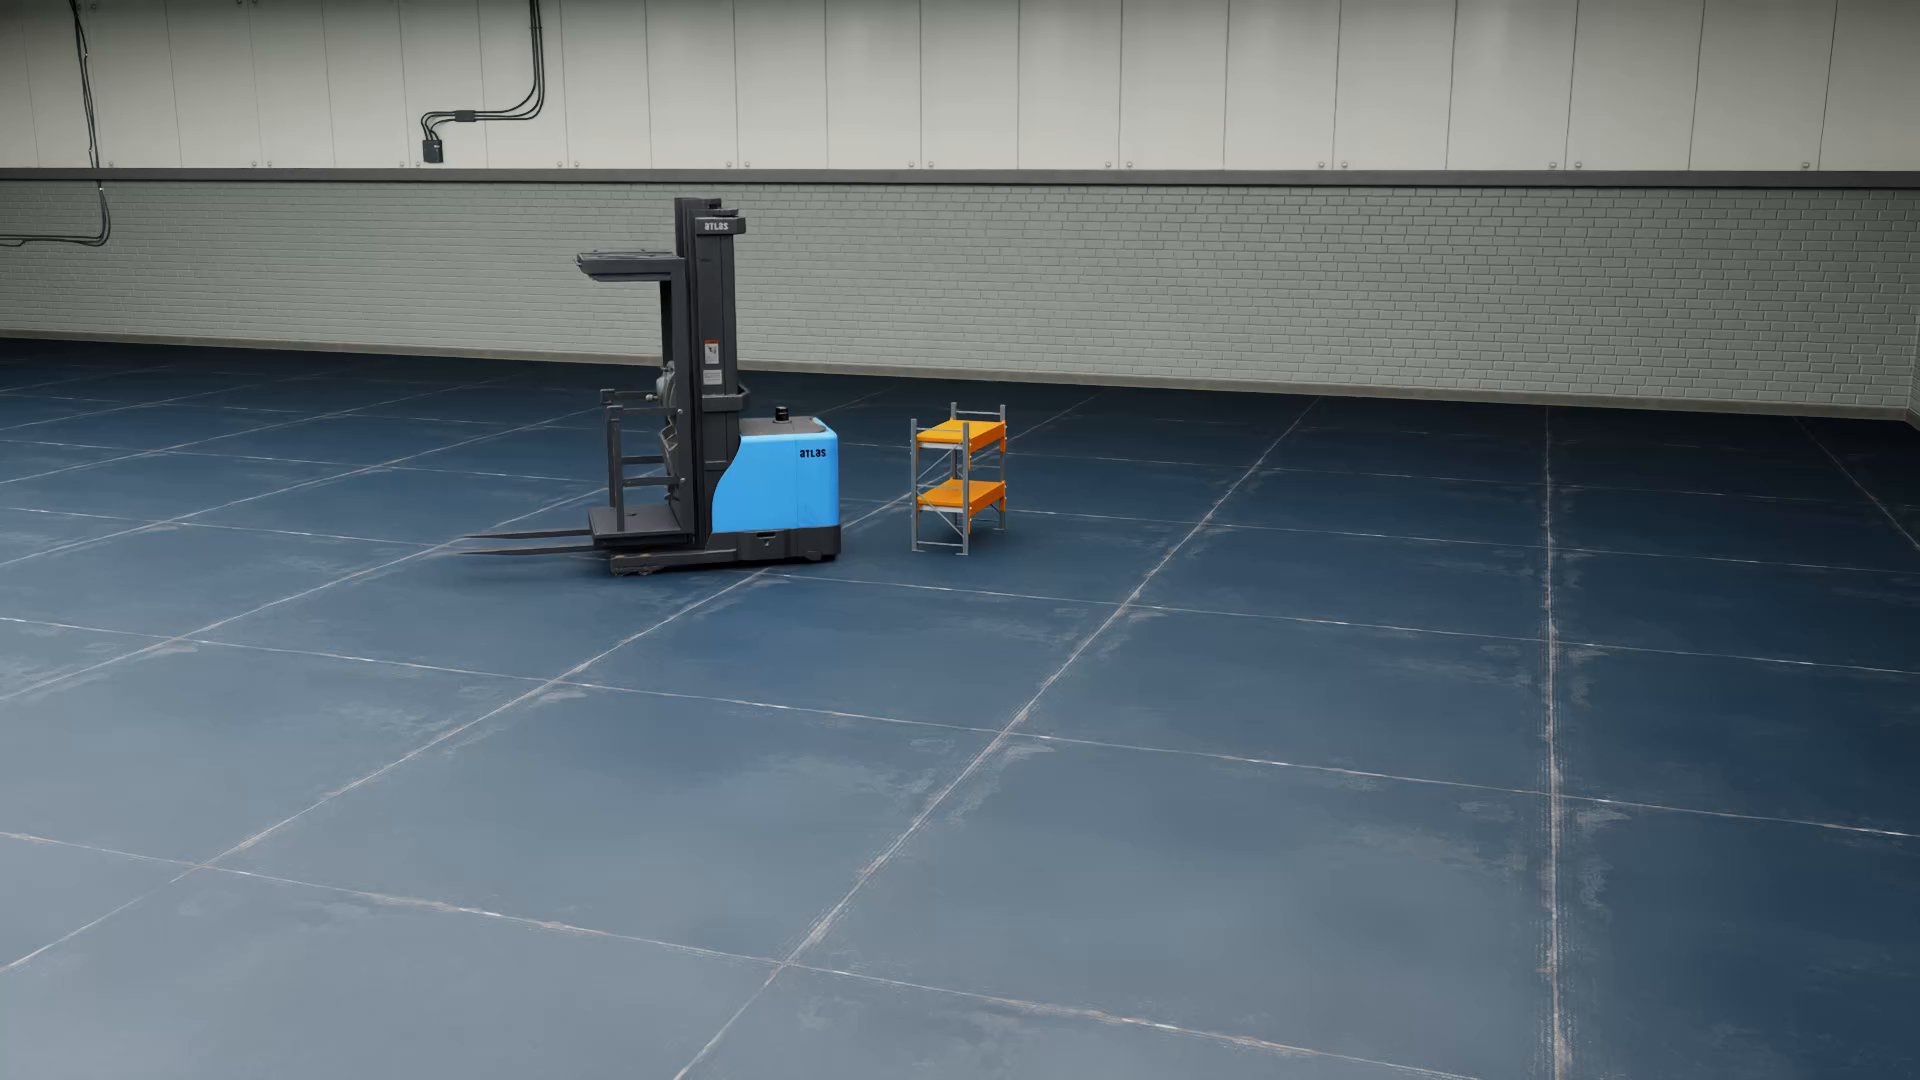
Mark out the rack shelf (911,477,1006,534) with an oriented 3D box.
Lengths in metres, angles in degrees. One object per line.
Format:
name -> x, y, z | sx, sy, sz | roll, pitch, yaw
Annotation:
rack shelf -> -0.002, -0.309, 14.411 | 0.538, 0.278, 1.000 | 4, 14, 18

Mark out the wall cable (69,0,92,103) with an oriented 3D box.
wall cable -> -14.111, -8.831, 28.585 | 3.097, 2.526, 0.112 | 4, 14, 18

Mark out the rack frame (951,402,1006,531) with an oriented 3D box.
rack frame -> 0.162, -0.654, 14.825 | 0.500, 1.125, 0.032 | 4, 14, 18

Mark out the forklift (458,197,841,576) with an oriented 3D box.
forklift -> -2.558, -1.270, 13.465 | 3.031, 2.935, 1.130 | -3, 13, -15

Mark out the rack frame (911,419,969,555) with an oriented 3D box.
rack frame -> -0.167, -0.440, 13.888 | 0.500, 1.125, 0.032 | 4, 14, 18

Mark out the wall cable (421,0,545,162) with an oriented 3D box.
wall cable -> -7.693, -9.049, 26.267 | 2.305, 6.003, 0.169 | 4, 14, 18

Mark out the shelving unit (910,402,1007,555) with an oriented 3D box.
shelving unit -> -0.002, -0.547, 14.357 | 0.538, 1.125, 1.048 | 4, 14, 18

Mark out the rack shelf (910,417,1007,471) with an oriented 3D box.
rack shelf -> -0.002, -0.832, 14.291 | 0.538, 0.278, 1.000 | 4, 14, 18

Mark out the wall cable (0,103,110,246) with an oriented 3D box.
wall cable -> -16.670, -6.564, 30.000 | 3.097, 2.526, 0.112 | 4, 14, 18
